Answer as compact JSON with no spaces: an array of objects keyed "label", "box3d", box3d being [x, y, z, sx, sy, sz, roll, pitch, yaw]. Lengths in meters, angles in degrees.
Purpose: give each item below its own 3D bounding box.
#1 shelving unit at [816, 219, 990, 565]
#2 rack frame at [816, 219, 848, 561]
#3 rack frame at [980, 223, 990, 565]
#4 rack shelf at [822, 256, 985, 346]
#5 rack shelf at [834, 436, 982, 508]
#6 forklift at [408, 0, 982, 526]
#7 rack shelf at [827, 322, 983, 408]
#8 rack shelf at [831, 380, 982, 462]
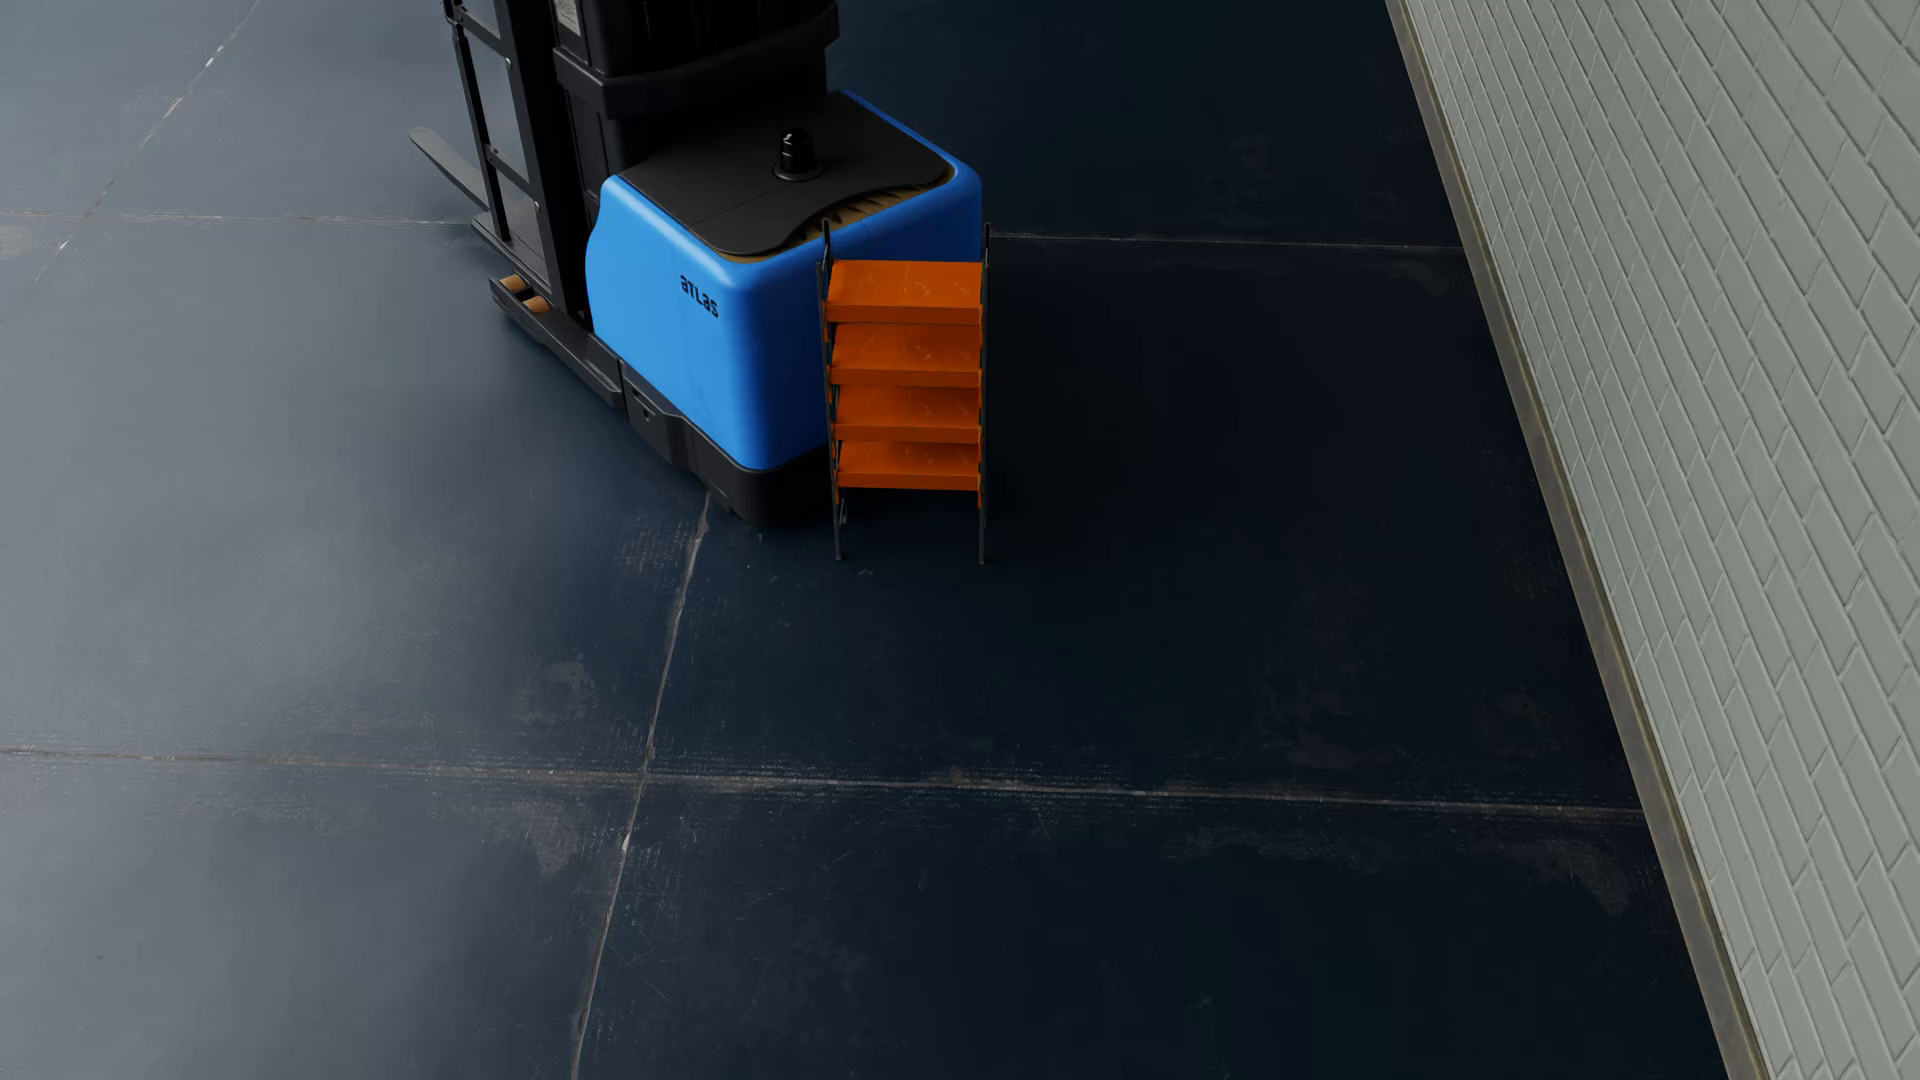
[{"label":"shelving unit","box3d":[-0.164,-0.443,5.346,0.503,1.200,0.258,2,43,2]},{"label":"rack frame","box3d":[-0.408,-0.450,5.353,0.015,1.200,0.240,2,43,2]},{"label":"rack frame","box3d":[0.079,-0.437,5.338,0.015,1.200,0.240,2,43,2]},{"label":"rack shelf","box3d":[-0.165,-0.731,5.078,0.480,0.148,0.258,2,43,2]},{"label":"rack shelf","box3d":[-0.164,-0.249,5.527,0.480,0.148,0.258,2,43,2]},{"label":"forklift","box3d":[-1.231,-2.064,5.815,1.130,2.935,3.031,-29,50,-27]},{"label":"rack shelf","box3d":[-0.165,-0.558,5.239,0.480,0.148,0.258,2,43,2]},{"label":"rack shelf","box3d":[-0.164,-0.394,5.391,0.480,0.148,0.258,2,43,2]}]
